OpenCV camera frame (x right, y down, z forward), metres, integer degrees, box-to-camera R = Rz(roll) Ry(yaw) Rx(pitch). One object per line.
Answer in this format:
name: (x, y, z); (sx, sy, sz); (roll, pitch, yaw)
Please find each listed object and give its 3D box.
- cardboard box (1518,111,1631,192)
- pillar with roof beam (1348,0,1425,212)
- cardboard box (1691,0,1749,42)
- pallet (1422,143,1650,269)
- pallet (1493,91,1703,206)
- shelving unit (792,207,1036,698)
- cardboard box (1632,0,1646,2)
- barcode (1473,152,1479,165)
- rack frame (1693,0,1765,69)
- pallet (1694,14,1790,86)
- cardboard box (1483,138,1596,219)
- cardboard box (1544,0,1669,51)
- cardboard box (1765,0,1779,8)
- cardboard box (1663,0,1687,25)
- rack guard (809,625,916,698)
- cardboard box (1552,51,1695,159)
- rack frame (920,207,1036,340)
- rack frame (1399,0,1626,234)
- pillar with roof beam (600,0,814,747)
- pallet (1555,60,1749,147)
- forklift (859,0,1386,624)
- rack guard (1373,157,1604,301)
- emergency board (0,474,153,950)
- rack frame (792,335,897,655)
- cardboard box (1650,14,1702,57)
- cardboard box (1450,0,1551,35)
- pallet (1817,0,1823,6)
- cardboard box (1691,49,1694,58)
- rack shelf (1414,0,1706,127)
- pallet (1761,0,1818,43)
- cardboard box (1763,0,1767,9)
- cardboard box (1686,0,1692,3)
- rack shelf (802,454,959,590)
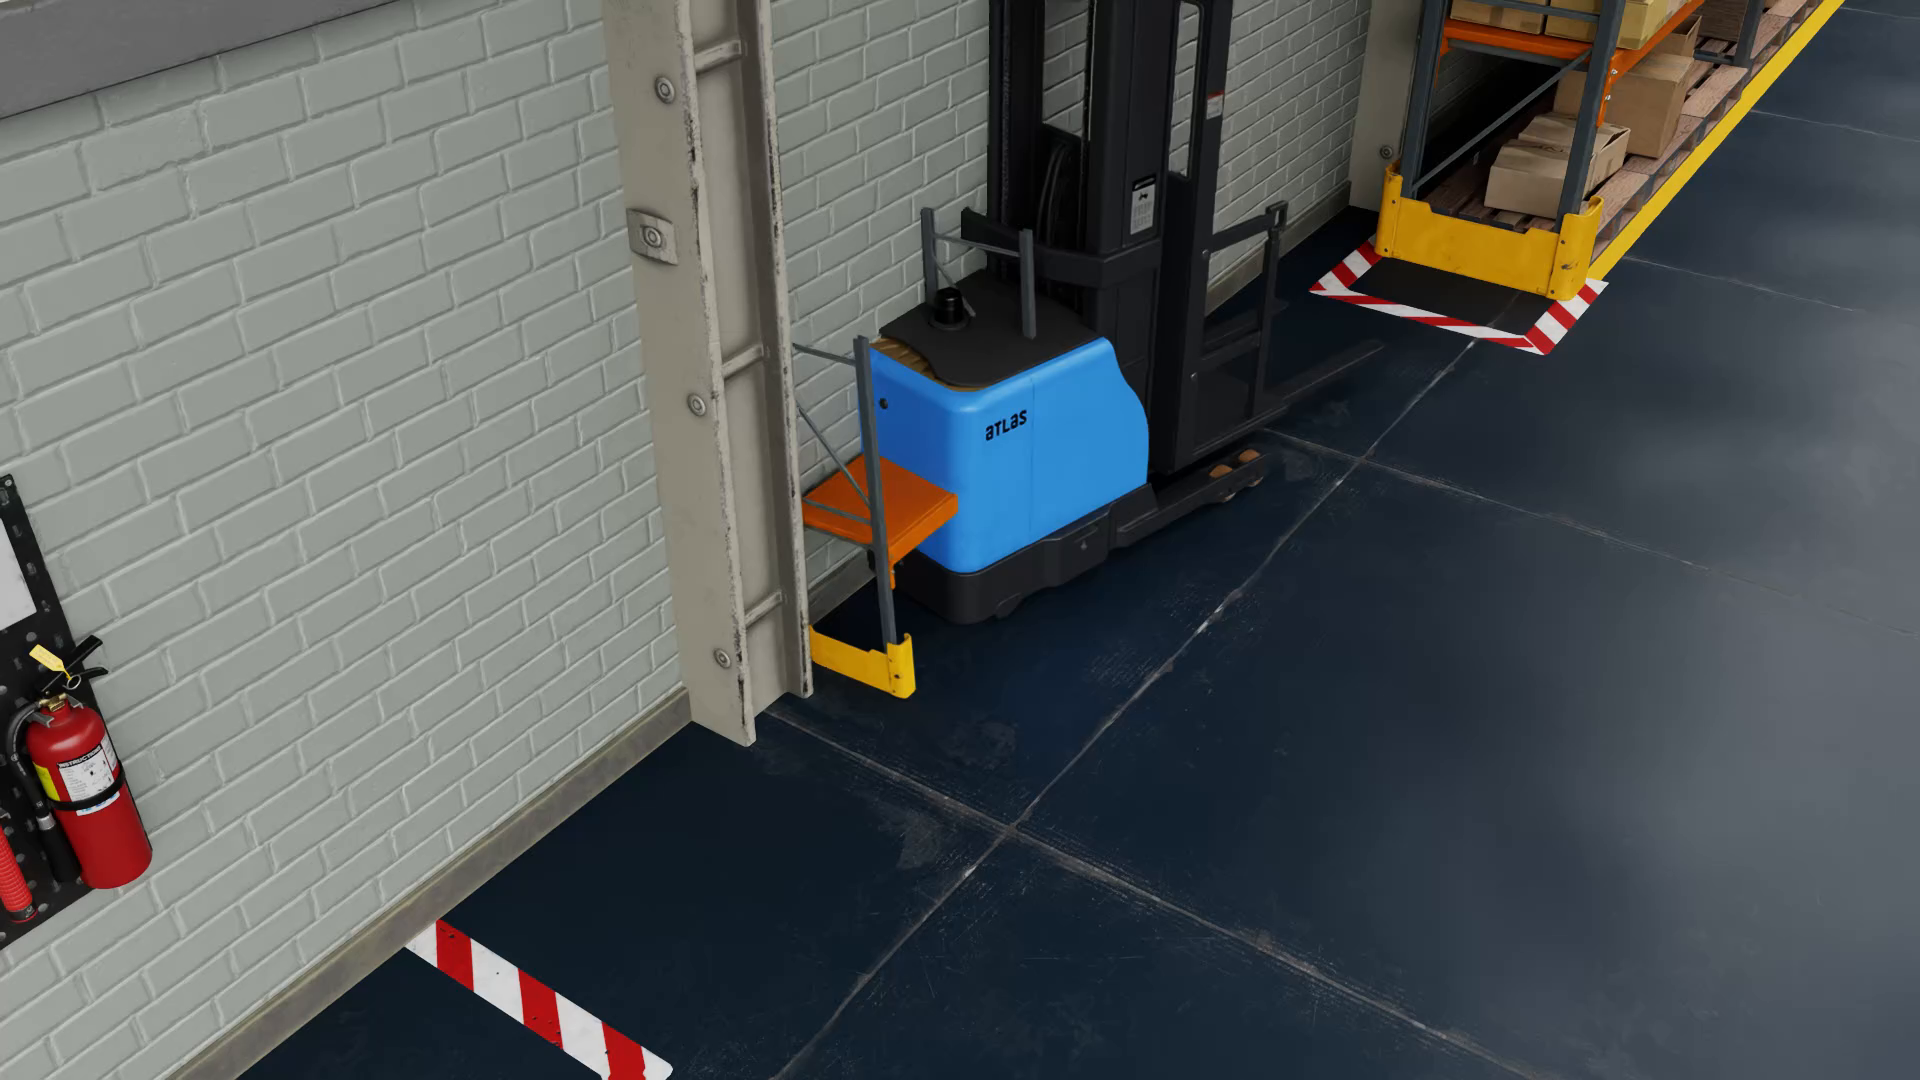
cardboard box: (3.729, -2.403, 10.133); (0.500, 0.311, 0.500); (25, 41, 32)
pillar with roof beam: (6.160, -4.491, 5.858); (9.100, 9.000, 0.400); (21, 39, 28)
cardboard box: (5.622, -4.114, 12.494); (0.700, 0.500, 0.500); (23, 40, 30)
pallet: (3.471, -2.025, 10.056); (1.003, 0.211, 1.213); (21, 39, 28)
pallet: (4.167, -2.584, 10.882); (1.003, 0.211, 1.213); (21, 39, 28)
shelving unit: (-0.184, -0.357, 6.415); (0.587, 1.500, 1.083); (18, 39, 30)
cardboard box: (3.454, -3.163, 8.696); (0.500, 0.500, 0.500); (21, 39, 28)
barcode: (3.085, -2.280, 9.944); (0.001, 0.075, 0.075); (21, 39, 28)
rack frame: (5.216, -4.623, 11.409); (1.000, 3.000, 0.127); (21, 39, 28)
pallet: (5.659, -3.827, 12.720); (1.003, 0.211, 1.213); (21, 39, 28)
cardboard box: (3.404, -2.140, 9.745); (0.500, 0.311, 0.500); (17, 37, 23)
cardboard box: (3.474, -2.852, 8.905); (0.500, 0.250, 0.500); (20, 39, 27)
cardboard box: (6.199, -4.590, 13.198); (0.700, 0.500, 0.500); (22, 40, 29)
cardboard box: (3.759, -3.095, 9.265); (0.500, 0.250, 0.500); (20, 39, 27)
rack guard: (-0.432, 0.403, 6.423); (0.587, 0.250, 0.087); (18, 39, 30)
cardboard box: (4.188, -2.803, 10.555); (0.700, 0.500, 0.500); (19, 38, 25)
rack frame: (0.100, -0.595, 6.750); (0.500, 1.500, 0.032); (18, 39, 30)
rack frame: (2.935, -2.782, 8.687); (1.000, 3.000, 0.127); (21, 39, 28)
pillar with roof beam: (2.739, -1.730, 1.775); (9.100, 9.000, 0.400); (21, 39, 28)
pallet: (4.862, -3.148, 11.716); (1.003, 0.211, 1.213); (21, 39, 28)
forklift: (0.783, -1.580, 6.971); (3.031, 2.935, 1.130); (-27, 42, -34)
rack guard: (2.978, -1.782, 9.439); (1.175, 0.500, 0.348); (21, 39, 28)
emergency board: (-2.238, 0.506, 3.825); (0.194, 1.169, 0.643); (21, 39, 28)
rack frame: (-0.478, -0.110, 6.068); (0.500, 1.500, 0.032); (18, 39, 30)
cardboard box: (4.657, -3.279, 11.260); (0.500, 0.500, 0.500); (18, 38, 25)
cardboard box: (3.042, -3.005, 9.133); (0.500, 0.250, 0.500); (22, 40, 29)
pallet: (7.050, -4.950, 14.381); (1.003, 0.211, 1.213); (21, 39, 28)
cardboard box: (4.935, -3.376, 11.701); (0.380, 0.166, 0.250); (16, 37, 22)
rack shelf: (4.075, -3.405, 10.249); (1.077, 0.370, 4.000); (21, 39, 28)
pallet: (6.354, -4.391, 13.554); (1.003, 0.211, 1.213); (21, 39, 28)
cardboard box: (5.875, -4.368, 12.870); (0.700, 0.500, 0.500); (20, 39, 27)
cardboard box: (4.054, -3.328, 9.609); (0.500, 0.250, 0.500); (21, 39, 27)
rack shelf: (-0.179, -0.202, 6.507); (0.538, 0.185, 1.000); (18, 39, 30)
